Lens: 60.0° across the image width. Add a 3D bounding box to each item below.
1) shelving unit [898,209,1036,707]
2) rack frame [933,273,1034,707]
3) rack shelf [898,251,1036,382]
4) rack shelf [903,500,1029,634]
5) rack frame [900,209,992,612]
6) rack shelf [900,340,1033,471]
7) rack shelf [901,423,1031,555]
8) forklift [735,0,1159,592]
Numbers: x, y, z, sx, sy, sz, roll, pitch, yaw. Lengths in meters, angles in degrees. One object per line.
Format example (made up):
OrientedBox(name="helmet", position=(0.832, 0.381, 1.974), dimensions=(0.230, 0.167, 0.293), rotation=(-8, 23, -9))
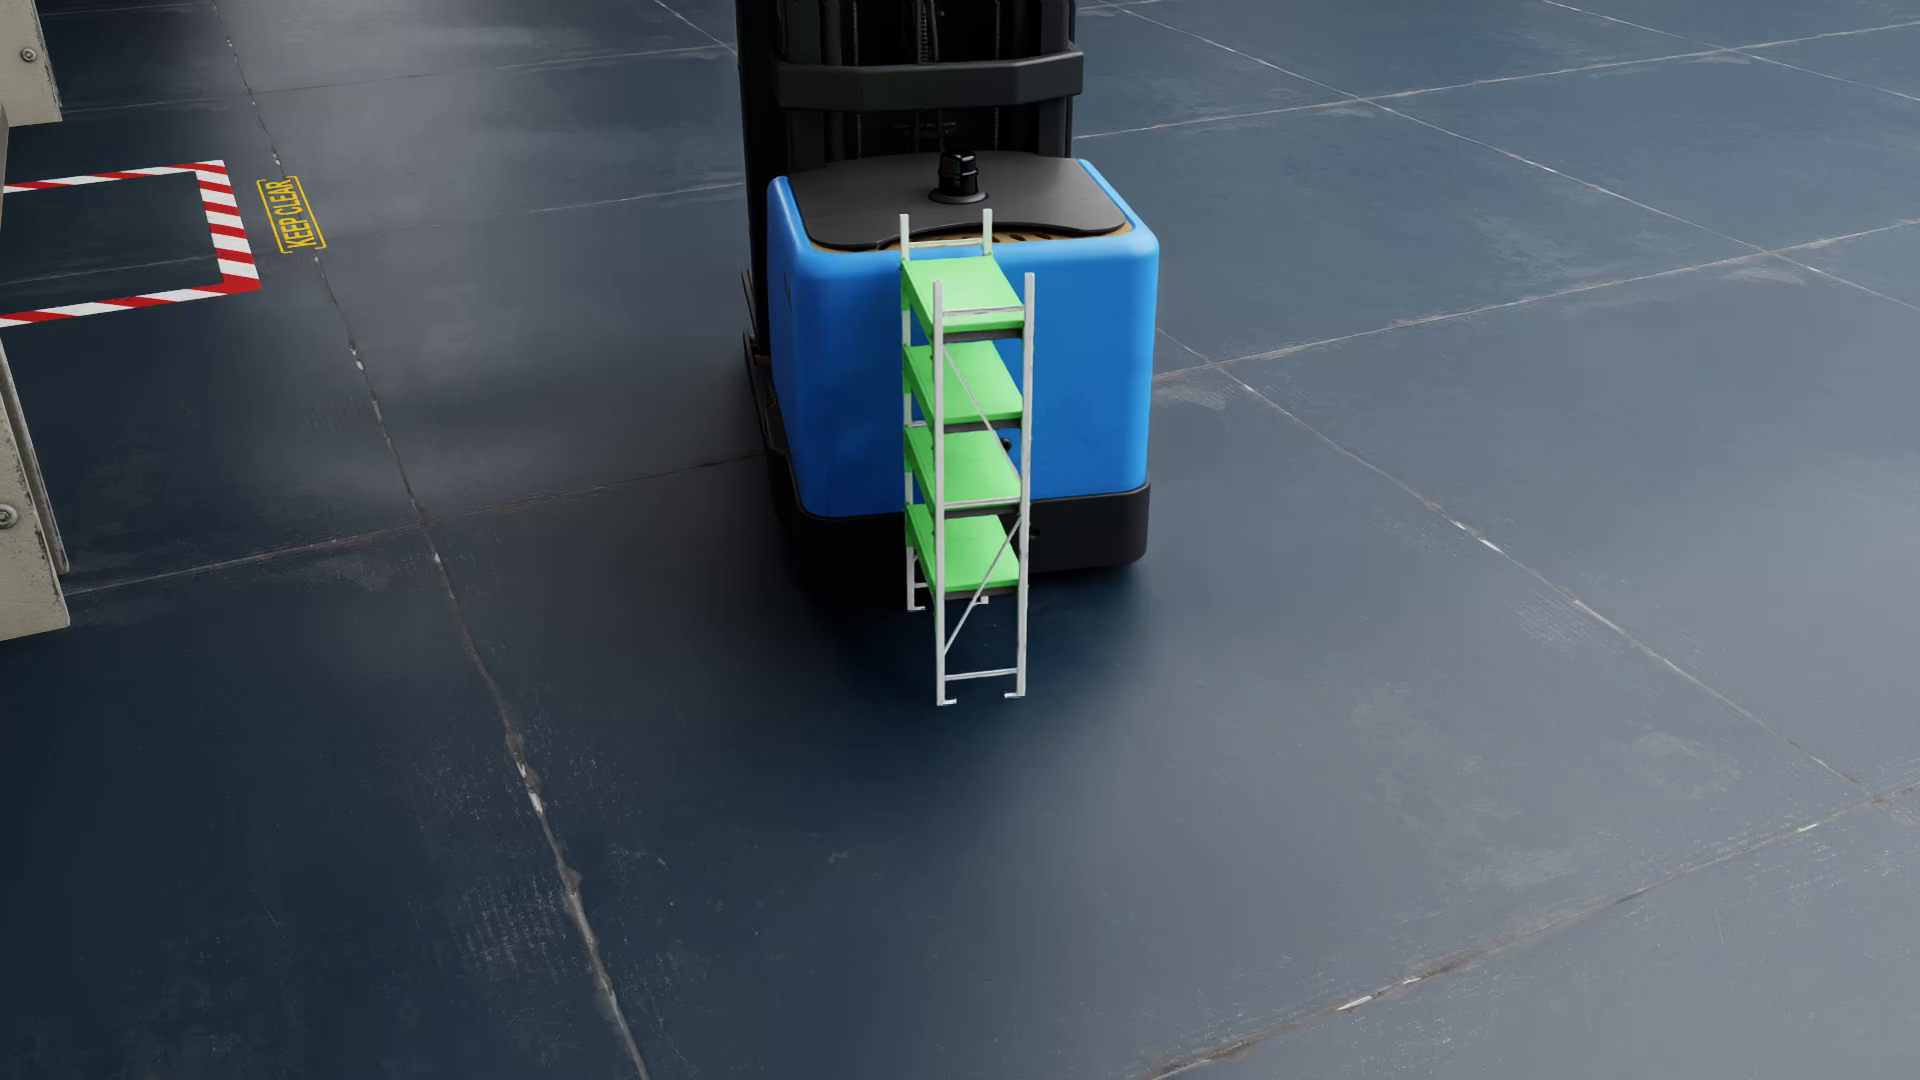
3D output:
OrientedBox(name="shelving unit", position=(0.010, -0.209, 4.396), dimensions=(0.258, 1.200, 0.503), rotation=(-5, 30, -9))
OrientedBox(name="rack frame", position=(0.056, -0.092, 4.187), dimensions=(0.240, 1.200, 0.015), rotation=(-5, 30, -9))
OrientedBox(name="rack shelf", position=(0.010, -0.572, 4.193), dimensions=(0.258, 0.148, 0.480), rotation=(-5, 30, -9))
OrientedBox(name="rack shelf", position=(0.010, 0.056, 4.545), dimensions=(0.258, 0.148, 0.480), rotation=(-5, 30, -9))
OrientedBox(name="rack frame", position=(-0.036, -0.326, 4.605), dimensions=(0.240, 1.200, 0.015), rotation=(-5, 30, -9))
OrientedBox(name="rack shelf", position=(0.010, -0.363, 4.310), dimensions=(0.258, 0.148, 0.480), rotation=(-5, 30, -9))
OrientedBox(name="rack shelf", position=(0.010, -0.153, 4.427), dimensions=(0.258, 0.148, 0.480), rotation=(-5, 30, -9))
OrientedBox(name="forklift", position=(-0.216, -1.829, 5.516), dimensions=(1.130, 2.935, 3.031), rotation=(-5, 30, -9))
